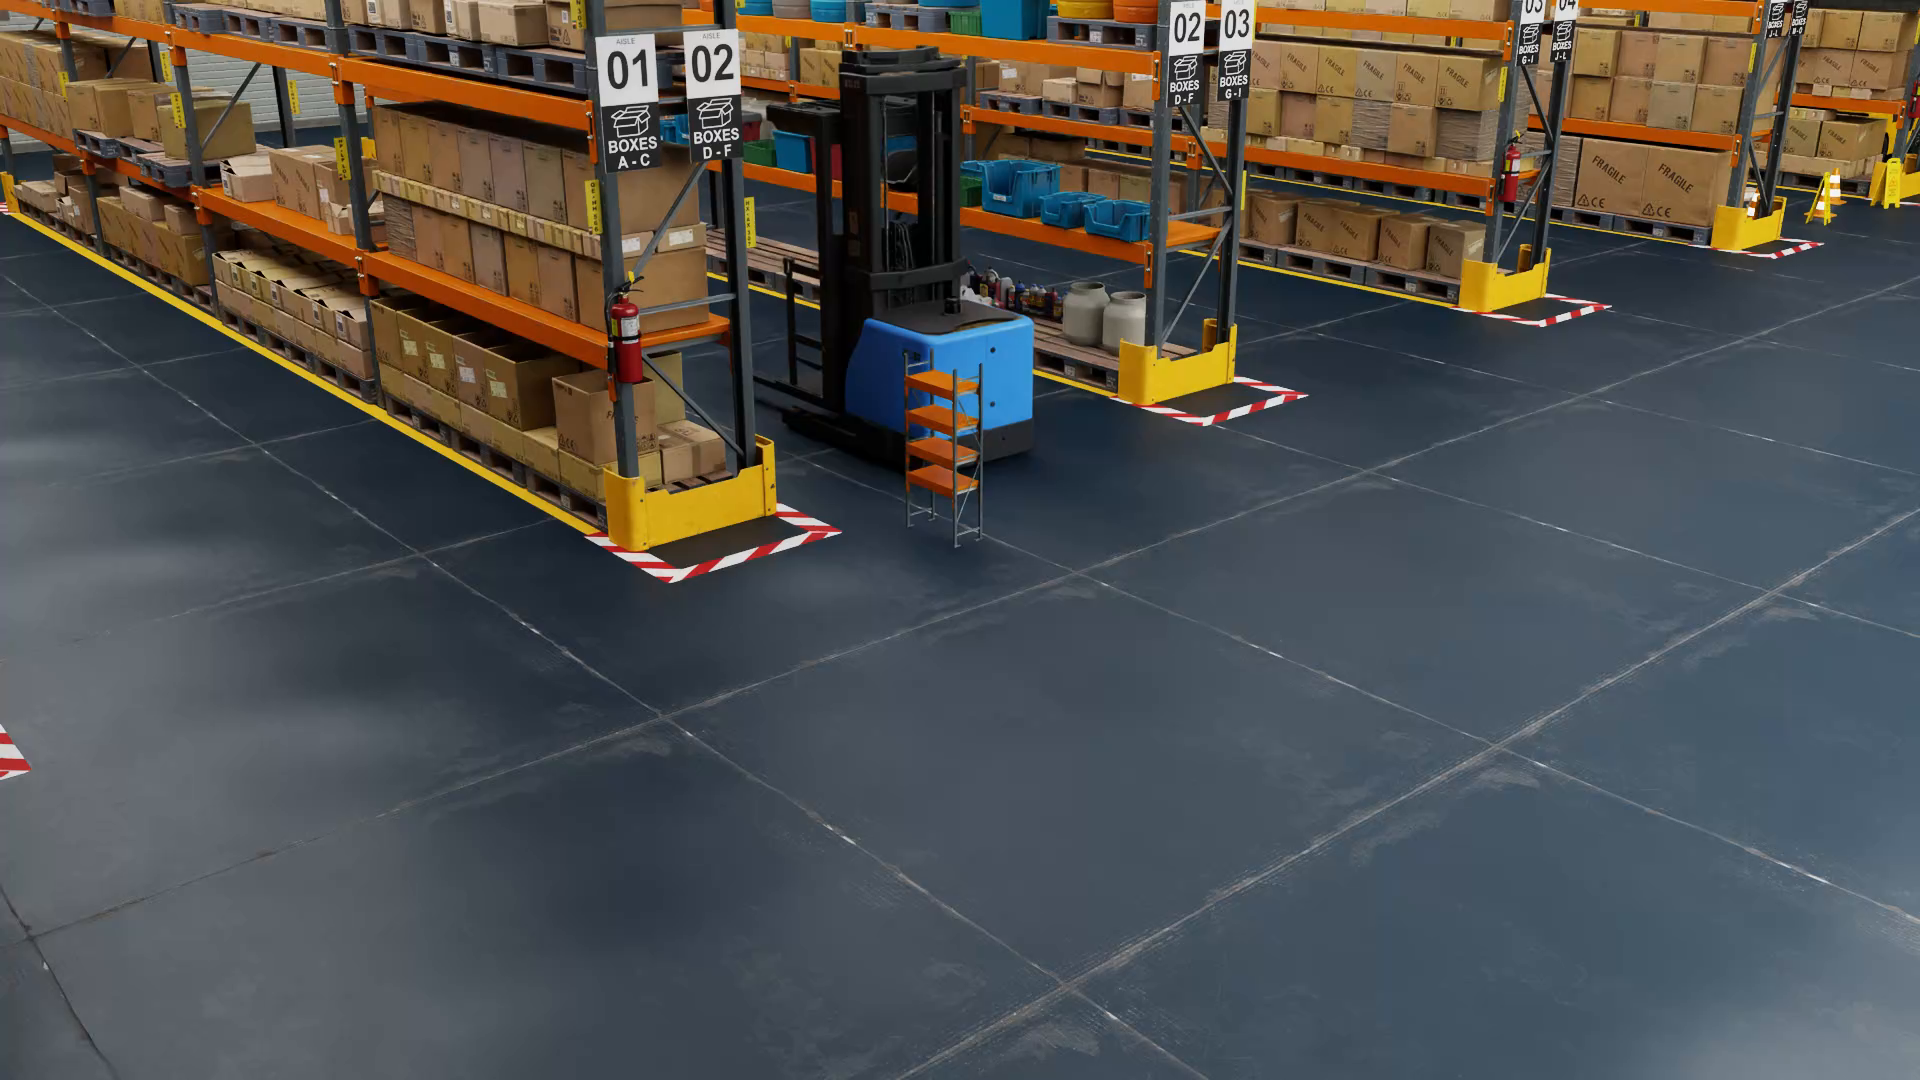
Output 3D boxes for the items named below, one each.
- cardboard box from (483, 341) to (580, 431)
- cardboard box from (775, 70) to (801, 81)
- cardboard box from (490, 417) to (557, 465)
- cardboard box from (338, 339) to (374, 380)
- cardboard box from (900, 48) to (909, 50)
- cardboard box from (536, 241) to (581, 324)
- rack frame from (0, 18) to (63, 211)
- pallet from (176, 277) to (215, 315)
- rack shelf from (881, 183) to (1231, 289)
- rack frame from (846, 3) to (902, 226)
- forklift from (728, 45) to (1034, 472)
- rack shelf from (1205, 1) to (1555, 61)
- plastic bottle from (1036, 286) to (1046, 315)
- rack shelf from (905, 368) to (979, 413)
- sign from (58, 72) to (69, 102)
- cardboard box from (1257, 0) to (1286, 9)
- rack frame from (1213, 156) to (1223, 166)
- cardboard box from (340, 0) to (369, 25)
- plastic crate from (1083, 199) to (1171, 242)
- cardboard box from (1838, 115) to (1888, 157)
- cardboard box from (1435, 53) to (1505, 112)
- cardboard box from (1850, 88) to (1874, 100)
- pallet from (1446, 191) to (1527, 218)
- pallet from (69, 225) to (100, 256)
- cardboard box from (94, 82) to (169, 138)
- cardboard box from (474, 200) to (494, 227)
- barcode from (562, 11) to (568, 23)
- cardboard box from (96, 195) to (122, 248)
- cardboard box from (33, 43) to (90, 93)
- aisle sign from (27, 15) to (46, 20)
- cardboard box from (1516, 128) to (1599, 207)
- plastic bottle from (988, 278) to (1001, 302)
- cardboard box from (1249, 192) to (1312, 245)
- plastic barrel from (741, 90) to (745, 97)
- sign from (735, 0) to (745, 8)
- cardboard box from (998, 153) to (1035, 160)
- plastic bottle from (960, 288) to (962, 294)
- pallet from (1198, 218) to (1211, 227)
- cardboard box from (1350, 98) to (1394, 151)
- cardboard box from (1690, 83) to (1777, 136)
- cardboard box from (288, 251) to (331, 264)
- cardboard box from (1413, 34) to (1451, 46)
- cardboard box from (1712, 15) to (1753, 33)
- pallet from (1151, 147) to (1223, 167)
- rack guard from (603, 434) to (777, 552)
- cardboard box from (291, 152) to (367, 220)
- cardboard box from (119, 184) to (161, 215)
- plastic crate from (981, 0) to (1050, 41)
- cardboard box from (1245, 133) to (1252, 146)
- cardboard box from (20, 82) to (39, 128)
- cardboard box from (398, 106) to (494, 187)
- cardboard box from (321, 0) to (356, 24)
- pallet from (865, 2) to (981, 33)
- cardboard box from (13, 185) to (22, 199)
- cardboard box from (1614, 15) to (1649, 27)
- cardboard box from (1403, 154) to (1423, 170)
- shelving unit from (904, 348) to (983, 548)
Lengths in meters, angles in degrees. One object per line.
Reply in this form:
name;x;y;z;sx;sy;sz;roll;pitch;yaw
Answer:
cardboard box;-3.047;-1.118;11.893;0.500;0.500;0.500;-17;27;-37
cardboard box;-2.581;-7.066;25.255;0.380;0.149;0.250;-17;27;-37
cardboard box;-3.045;-0.770;12.031;0.500;0.250;0.500;-17;27;-37
cardboard box;-4.909;-1.570;14.073;0.500;0.250;0.500;-18;28;-38
cardboard box;-0.411;-6.972;23.158;0.797;0.503;0.637;-17;27;-36
cardboard box;-2.450;-1.826;11.397;0.700;0.500;0.500;-17;27;-36
rack frame;-12.252;-5.924;21.997;1.000;3.000;0.127;-17;27;-37
pallet;-7.489;-2.631;17.412;1.003;0.211;1.213;-17;27;-37
rack shelf;0.641;-2.900;15.261;1.077;0.370;4.000;-17;27;-37
rack frame;-0.664;-3.787;16.540;1.000;3.000;0.127;-17;27;-37
forklift;-0.764;-2.302;12.842;1.130;2.935;3.031;-17;27;-36
rack shelf;4.394;-5.475;17.724;1.077;0.370;4.000;-17;27;-37
plastic bottle;0.776;-2.286;15.846;0.097;0.271;0.097;0;21;0
rack shelf;-0.108;-0.970;10.739;0.258;0.148;0.480;-17;27;-37
sign;-10.047;-5.091;18.682;0.100;0.325;0.005;-17;27;-37
cardboard box;3.537;-5.963;18.188;0.500;0.250;0.500;-18;28;-38
rack frame;4.301;-7.224;25.315;1.000;3.000;0.127;-17;27;-37
cardboard box;-4.290;-4.111;12.349;0.500;0.500;0.500;-15;26;-33
plastic crate;1.393;-2.680;13.917;0.499;0.251;0.616;-17;27;-37
cardboard box;12.874;-5.780;23.794;0.500;0.500;0.500;-19;28;-39
cardboard box;5.153;-4.605;16.712;0.500;0.500;0.500;-17;27;-37
cardboard box;12.551;-6.199;23.043;0.380;0.149;0.250;-18;28;-38
pallet;7.349;-4.592;22.418;1.003;0.211;1.213;-17;27;-37
pallet;-10.089;-3.711;20.169;1.003;0.211;1.213;-17;27;-37
cardboard box;-9.004;-4.702;18.164;0.700;0.500;0.500;-13;25;-29
cardboard box;-3.216;-2.341;11.821;0.380;0.149;0.250;-18;28;-38
barcode;-2.371;-3.139;9.977;0.001;0.075;0.075;-17;27;-37
cardboard box;-9.510;-3.669;19.062;0.500;0.500;0.500;-19;28;-40
cardboard box;-10.504;-5.550;19.534;0.500;0.500;0.500;-18;28;-38
aisle sign;-12.065;-7.227;21.757;0.394;0.787;0.004;-17;27;-37
cardboard box;7.860;-4.887;21.685;0.875;0.875;0.875;-17;27;-37
plastic bottle;0.333;-2.404;16.131;0.061;0.283;0.133;-17;27;-37
cardboard box;3.698;-3.721;19.224;0.500;0.500;0.500;-9;23;-21
plastic barrel;-2.743;-4.900;19.194;0.600;0.536;0.708;-17;27;-37
sign;-1.384;-3.475;10.323;0.100;0.325;0.005;-17;27;-37
cardboard box;0.930;-4.932;22.287;0.700;0.500;0.500;-19;28;-40
plastic bottle;-0.051;-2.267;15.688;0.144;0.351;0.185;-18;27;-38
pallet;2.579;-3.883;20.607;1.003;0.211;1.213;-17;27;-37
cardboard box;4.650;-4.463;17.720;0.875;0.500;0.500;-17;27;-37
cardboard box;9.246;-5.175;19.879;0.875;0.550;0.550;-17;27;-37
cardboard box;-6.158;-2.662;16.094;0.500;0.311;0.500;-18;28;-38
cardboard box;6.583;-6.767;22.640;0.700;0.500;0.500;-18;28;-38
cardboard box;11.343;-7.511;24.132;0.700;0.500;0.500;-18;28;-39
pallet;3.792;-6.142;26.376;1.003;0.211;1.213;-17;27;-37
rack guard;-1.792;-0.333;11.150;1.175;0.500;0.348;-17;27;-37
cardboard box;-5.579;-3.156;14.790;0.500;0.500;0.500;-17;27;-37
cardboard box;-8.857;-3.741;18.219;0.500;0.250;0.500;-17;27;-37
plastic crate;0.474;-4.526;14.337;0.392;0.384;0.575;-17;27;-37
cardboard box;3.338;-4.584;18.918;0.380;0.149;0.250;-17;27;-37
cardboard box;-11.171;-5.366;20.435;0.500;0.500;0.500;-17;27;-37
cardboard box;-3.794;-2.999;12.612;0.700;0.500;0.500;-18;27;-38
cardboard box;-4.814;-4.304;13.376;0.500;0.250;0.500;-14;25;-32
pallet;-0.119;-4.920;15.578;1.213;0.211;1.003;-17;27;-37
cardboard box;-12.239;-4.604;21.932;0.380;0.149;0.250;-17;27;-37
cardboard box;10.507;-7.904;25.930;0.500;0.500;0.500;-17;27;-36
cardboard box;4.840;-3.972;17.358;0.380;0.149;0.250;-17;27;-37
shelving unit;-0.108;-0.604;10.882;0.258;1.200;0.503;-17;27;-37
